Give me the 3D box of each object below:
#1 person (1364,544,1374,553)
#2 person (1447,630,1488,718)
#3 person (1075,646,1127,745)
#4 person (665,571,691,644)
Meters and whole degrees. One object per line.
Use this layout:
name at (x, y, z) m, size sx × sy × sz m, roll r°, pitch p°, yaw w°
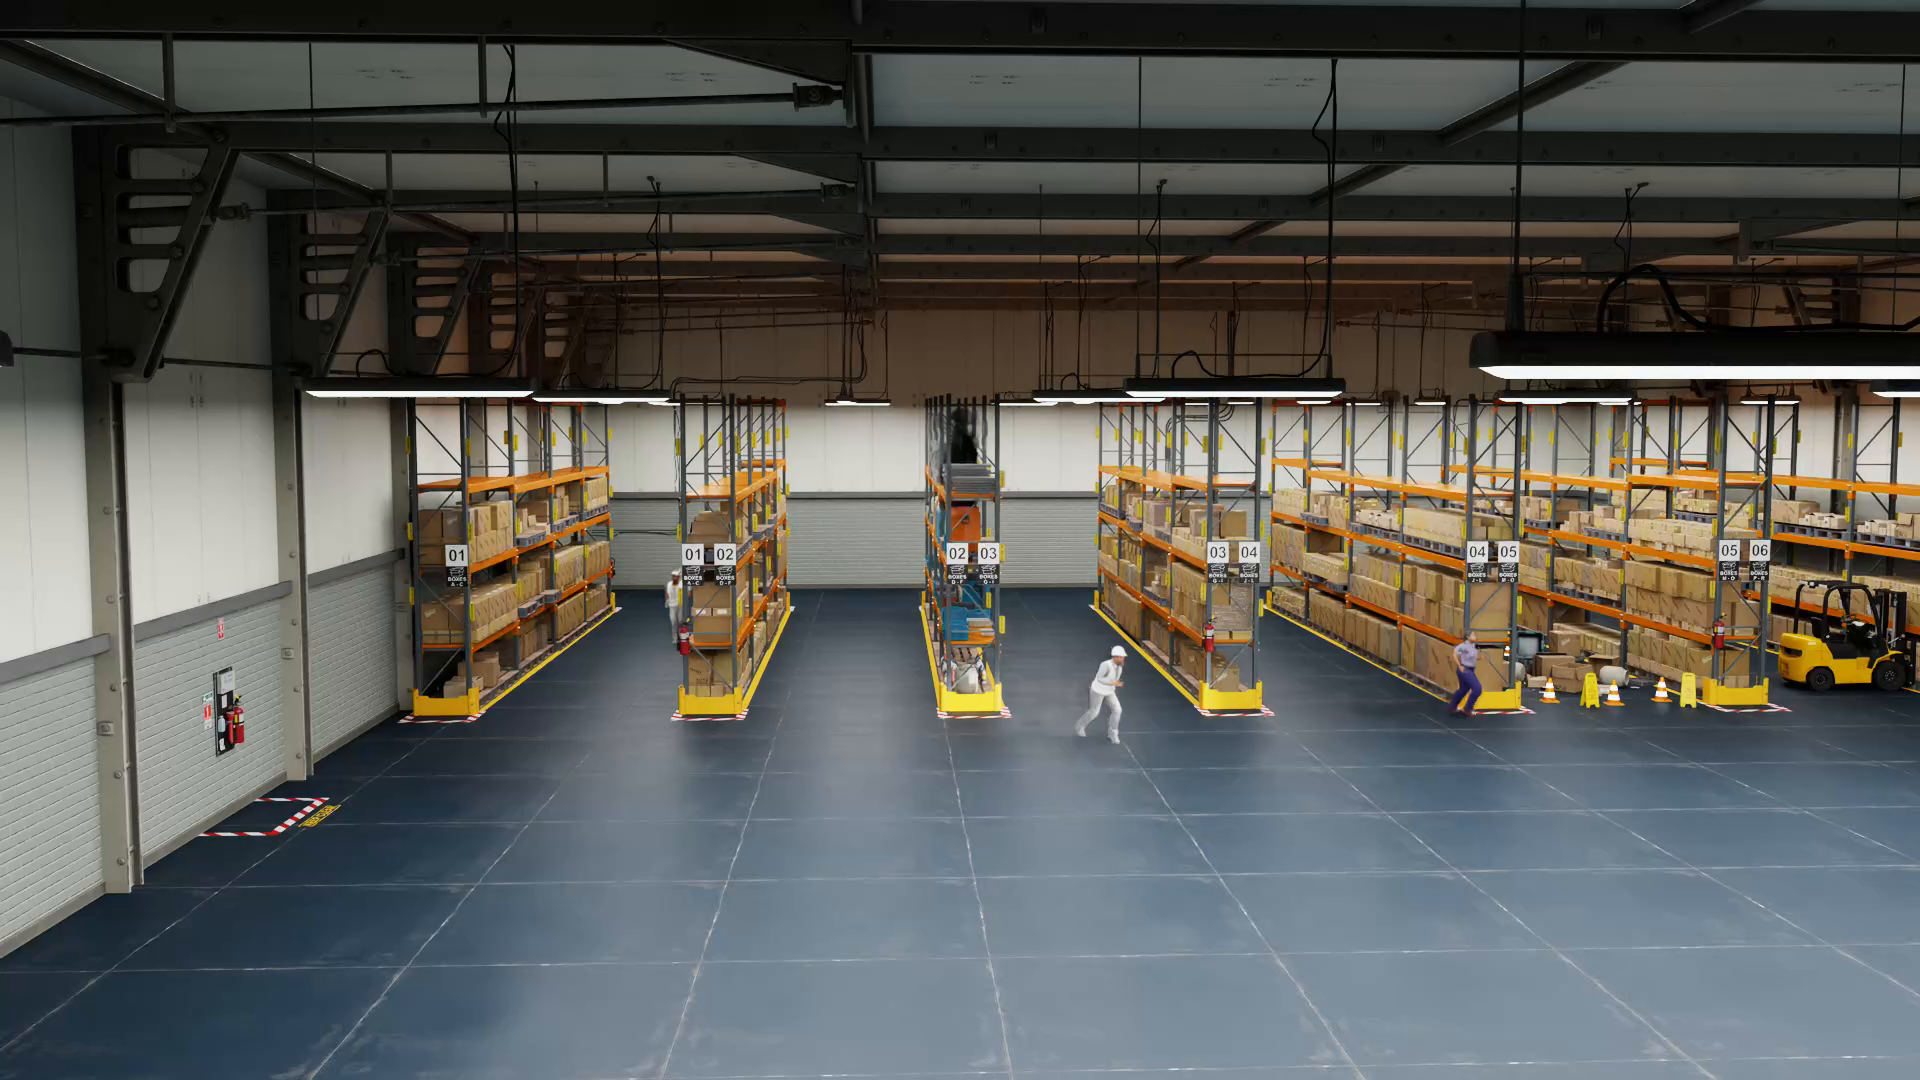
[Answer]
person at (12.132, 0.964, 49.302) m, size 0.892 × 1.689 × 0.622 m, roll 0°, pitch 5°, yaw -2°
person at (9.411, 2.495, 30.885) m, size 0.715 × 1.673 × 0.626 m, roll 2°, pitch 5°, yaw 25°
person at (2.437, 2.654, 28.583) m, size 1.034 × 1.731 × 0.700 m, roll 4°, pitch 6°, yaw 38°
person at (-6.928, 1.636, 40.760) m, size 0.674 × 1.766 × 0.741 m, roll 0°, pitch 5°, yaw 4°
